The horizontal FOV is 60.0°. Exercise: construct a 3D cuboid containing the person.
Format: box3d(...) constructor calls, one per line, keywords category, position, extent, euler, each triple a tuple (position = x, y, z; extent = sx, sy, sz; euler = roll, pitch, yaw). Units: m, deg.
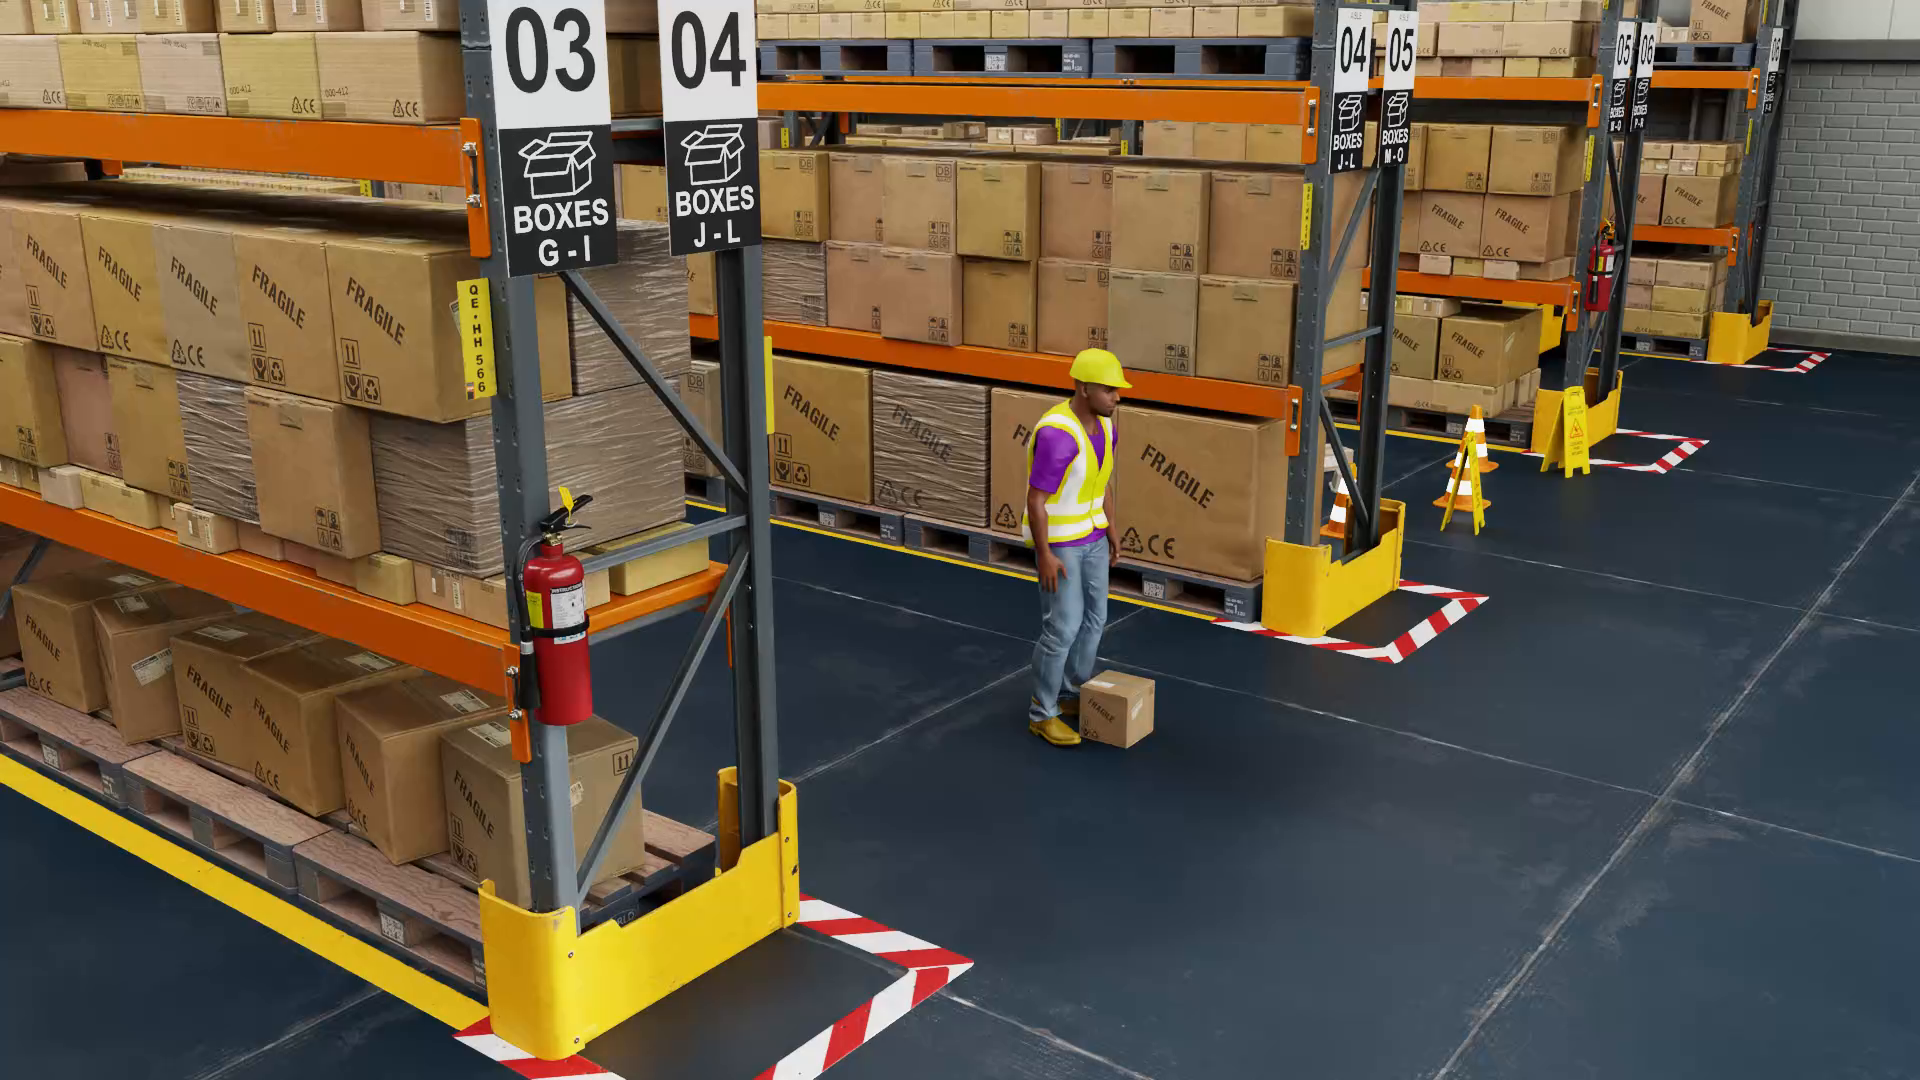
box3d(category="person", position=(0.531, 0.011, 7.474), extent=(0.463, 1.757, 0.632), euler=(12, 20, 34))
